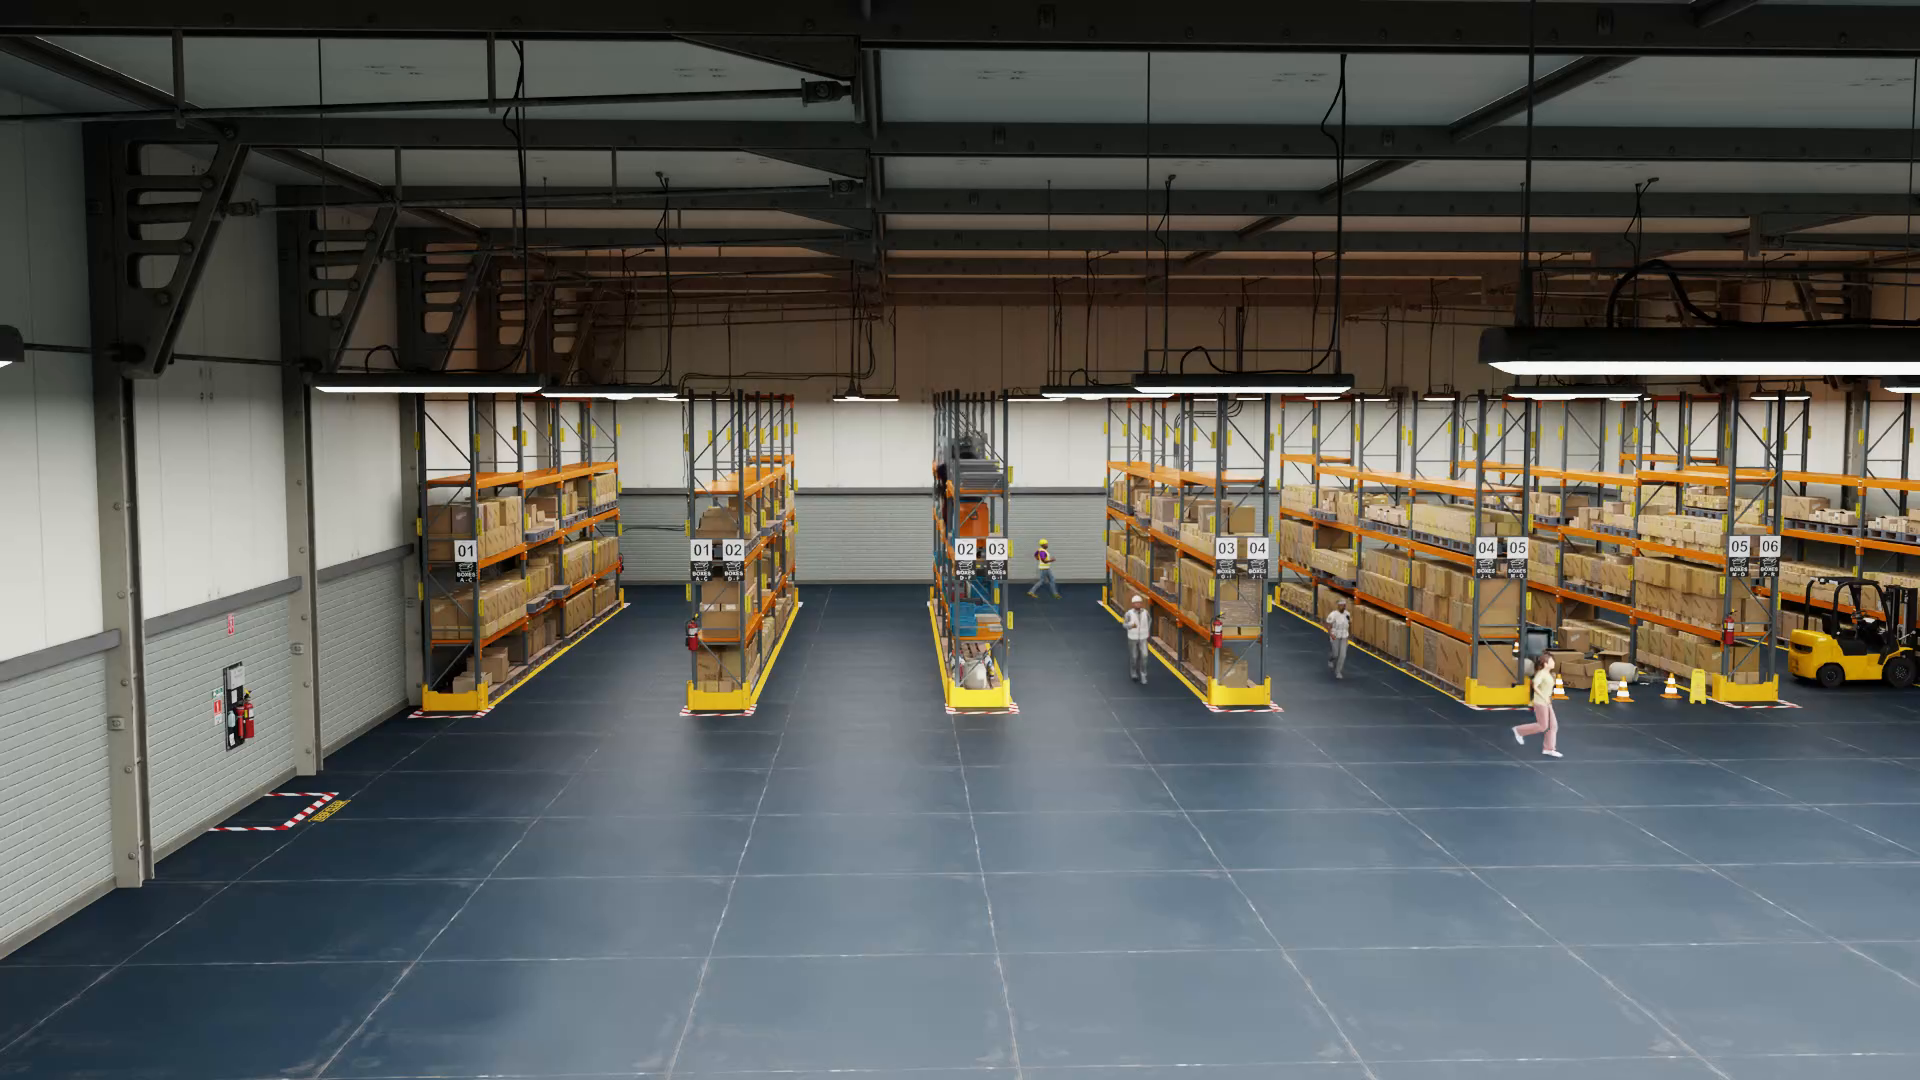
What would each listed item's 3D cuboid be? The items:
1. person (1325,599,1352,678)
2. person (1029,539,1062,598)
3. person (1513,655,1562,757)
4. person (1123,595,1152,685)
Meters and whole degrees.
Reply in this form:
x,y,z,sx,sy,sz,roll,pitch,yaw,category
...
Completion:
x,y,z,sx,sy,sz,roll,pitch,yaw,category
7.998,2.049,35.095,0.599,1.668,0.696,-1,5,-9,person
2.517,0.849,48.830,0.981,1.754,0.705,1,5,8,person
9.503,2.703,27.270,0.795,1.630,0.604,3,5,31,person
3.659,2.054,34.258,0.638,1.835,0.777,0,5,-1,person
